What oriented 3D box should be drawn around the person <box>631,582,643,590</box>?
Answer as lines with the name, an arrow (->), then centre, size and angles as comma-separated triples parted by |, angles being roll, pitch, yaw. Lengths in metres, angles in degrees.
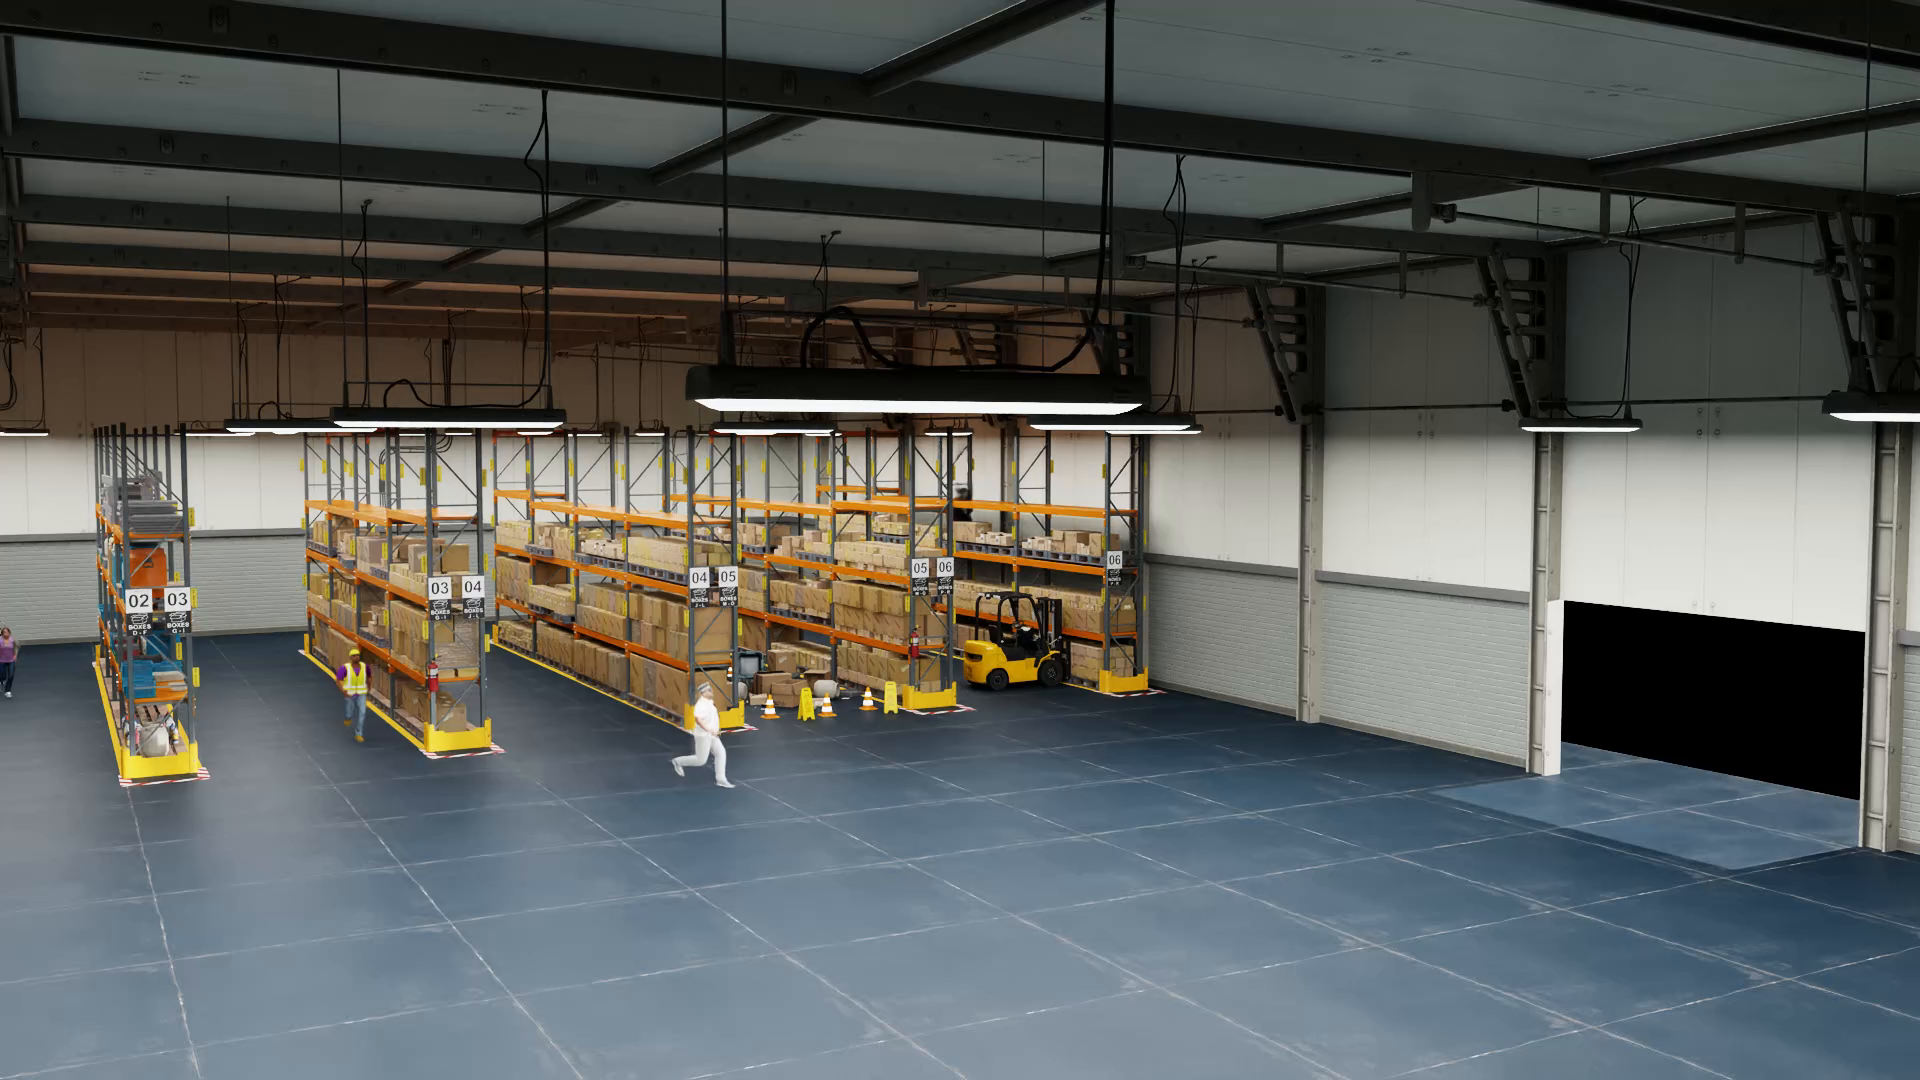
person -> -9.676, 1.945, 49.813 | 0.786, 1.560, 0.708 | -2, 4, -29

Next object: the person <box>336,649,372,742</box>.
person -> -11.579, 2.952, 31.821 | 0.688, 1.736, 0.944 | -2, 4, -27

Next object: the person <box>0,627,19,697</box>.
person -> -21.277, 2.711, 37.073 | 0.522, 1.554, 0.598 | -3, 5, -41

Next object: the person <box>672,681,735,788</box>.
person -> -4.218, 3.212, 27.386 | 1.024, 1.779, 0.642 | 1, 4, 12
